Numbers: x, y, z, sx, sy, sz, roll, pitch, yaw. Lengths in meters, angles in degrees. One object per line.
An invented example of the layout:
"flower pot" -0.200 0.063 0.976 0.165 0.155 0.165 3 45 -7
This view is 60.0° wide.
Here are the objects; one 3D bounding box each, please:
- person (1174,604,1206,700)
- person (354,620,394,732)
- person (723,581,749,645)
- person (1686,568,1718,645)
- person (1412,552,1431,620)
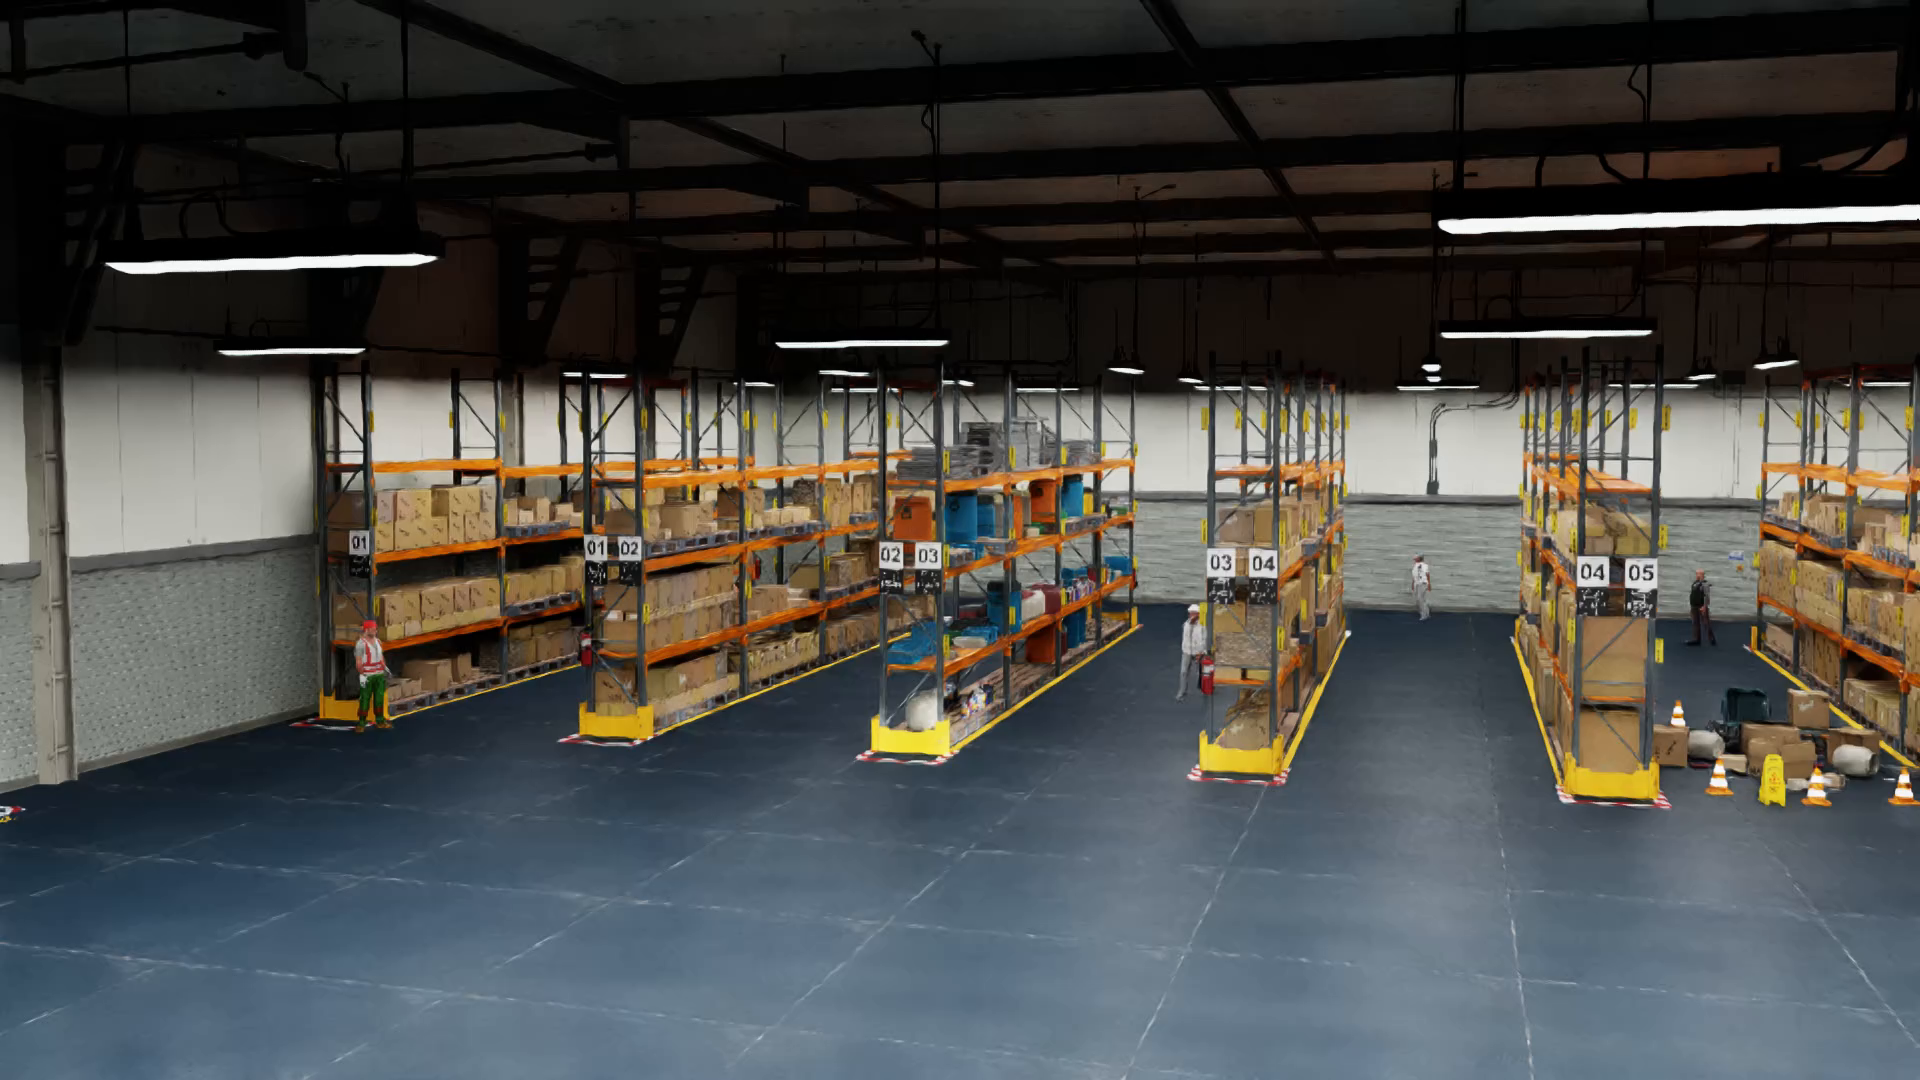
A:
"person" 4.216 2.002 29.891 0.538 1.715 1.032 2 5 25
"person" -9.467 2.171 26.818 0.390 1.793 0.709 2 5 27
"person" -4.726 1.682 35.192 0.445 1.586 1.017 2 5 25
"person" 16.644 1.494 37.220 0.471 1.720 0.721 -1 4 -11
"person" 11.757 1.160 42.258 0.475 1.682 0.569 -1 4 -19
